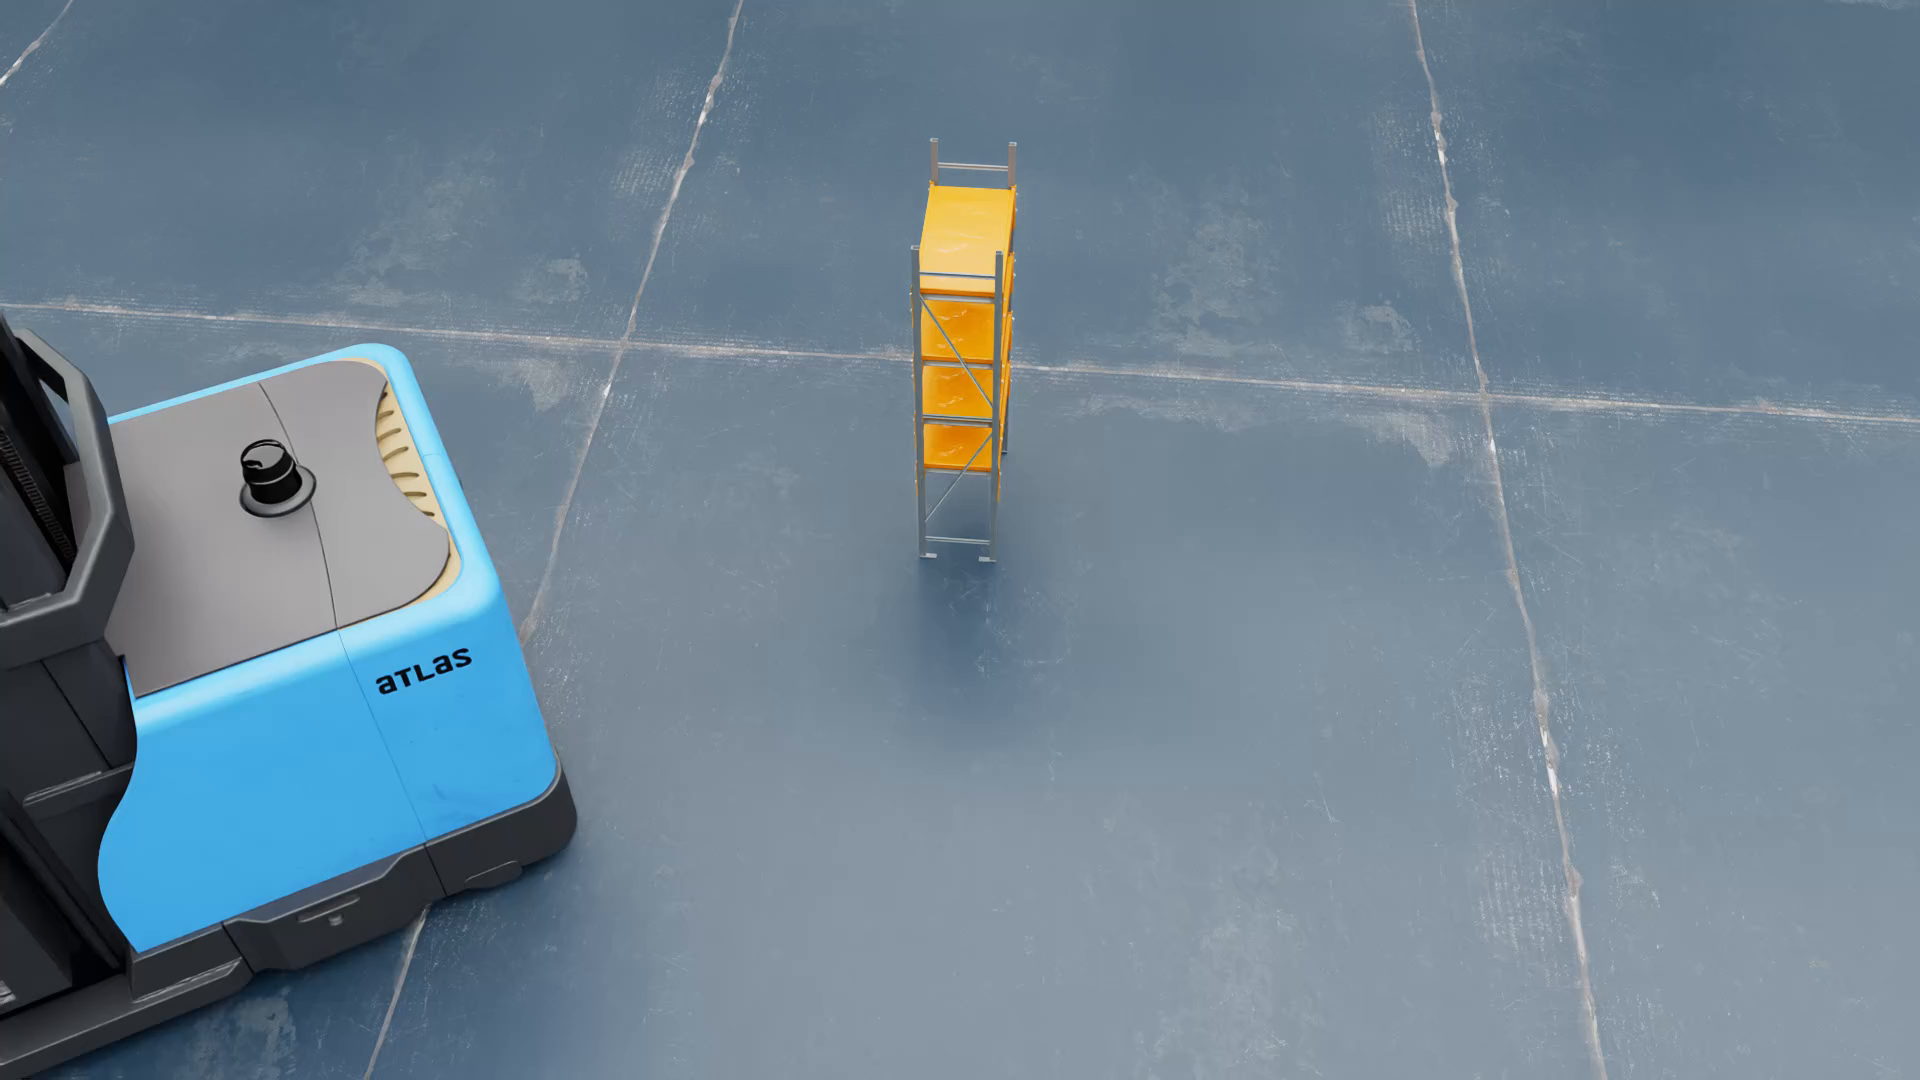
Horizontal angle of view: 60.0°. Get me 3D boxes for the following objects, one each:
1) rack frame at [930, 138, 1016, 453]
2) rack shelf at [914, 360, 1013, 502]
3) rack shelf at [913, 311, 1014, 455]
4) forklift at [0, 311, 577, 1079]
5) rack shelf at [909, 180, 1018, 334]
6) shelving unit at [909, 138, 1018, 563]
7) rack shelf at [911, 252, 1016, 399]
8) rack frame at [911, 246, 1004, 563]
[{"bbox_3d":[0.037,-0.706,5.082,0.240,1.200,0.015,4,48,4],"label":"rack frame"},{"bbox_3d":[0.015,-0.347,5.115,0.258,0.148,0.480,4,48,4],"label":"rack shelf"},{"bbox_3d":[0.015,-0.481,4.968,0.258,0.148,0.480,4,48,4],"label":"rack shelf"},{"bbox_3d":[-2.579,0.011,3.253,3.031,2.935,1.130,-20,51,-18],"label":"forklift"},{"bbox_3d":[0.015,-0.792,4.629,0.258,0.148,0.480,4,48,4],"label":"rack shelf"},{"bbox_3d":[0.015,-0.527,4.919,0.258,1.200,0.503,4,48,4],"label":"shelving unit"},{"bbox_3d":[0.015,-0.632,4.803,0.258,0.148,0.480,4,48,4],"label":"rack shelf"},{"bbox_3d":[-0.007,-0.347,4.755,0.240,1.200,0.015,4,48,4],"label":"rack frame"}]
